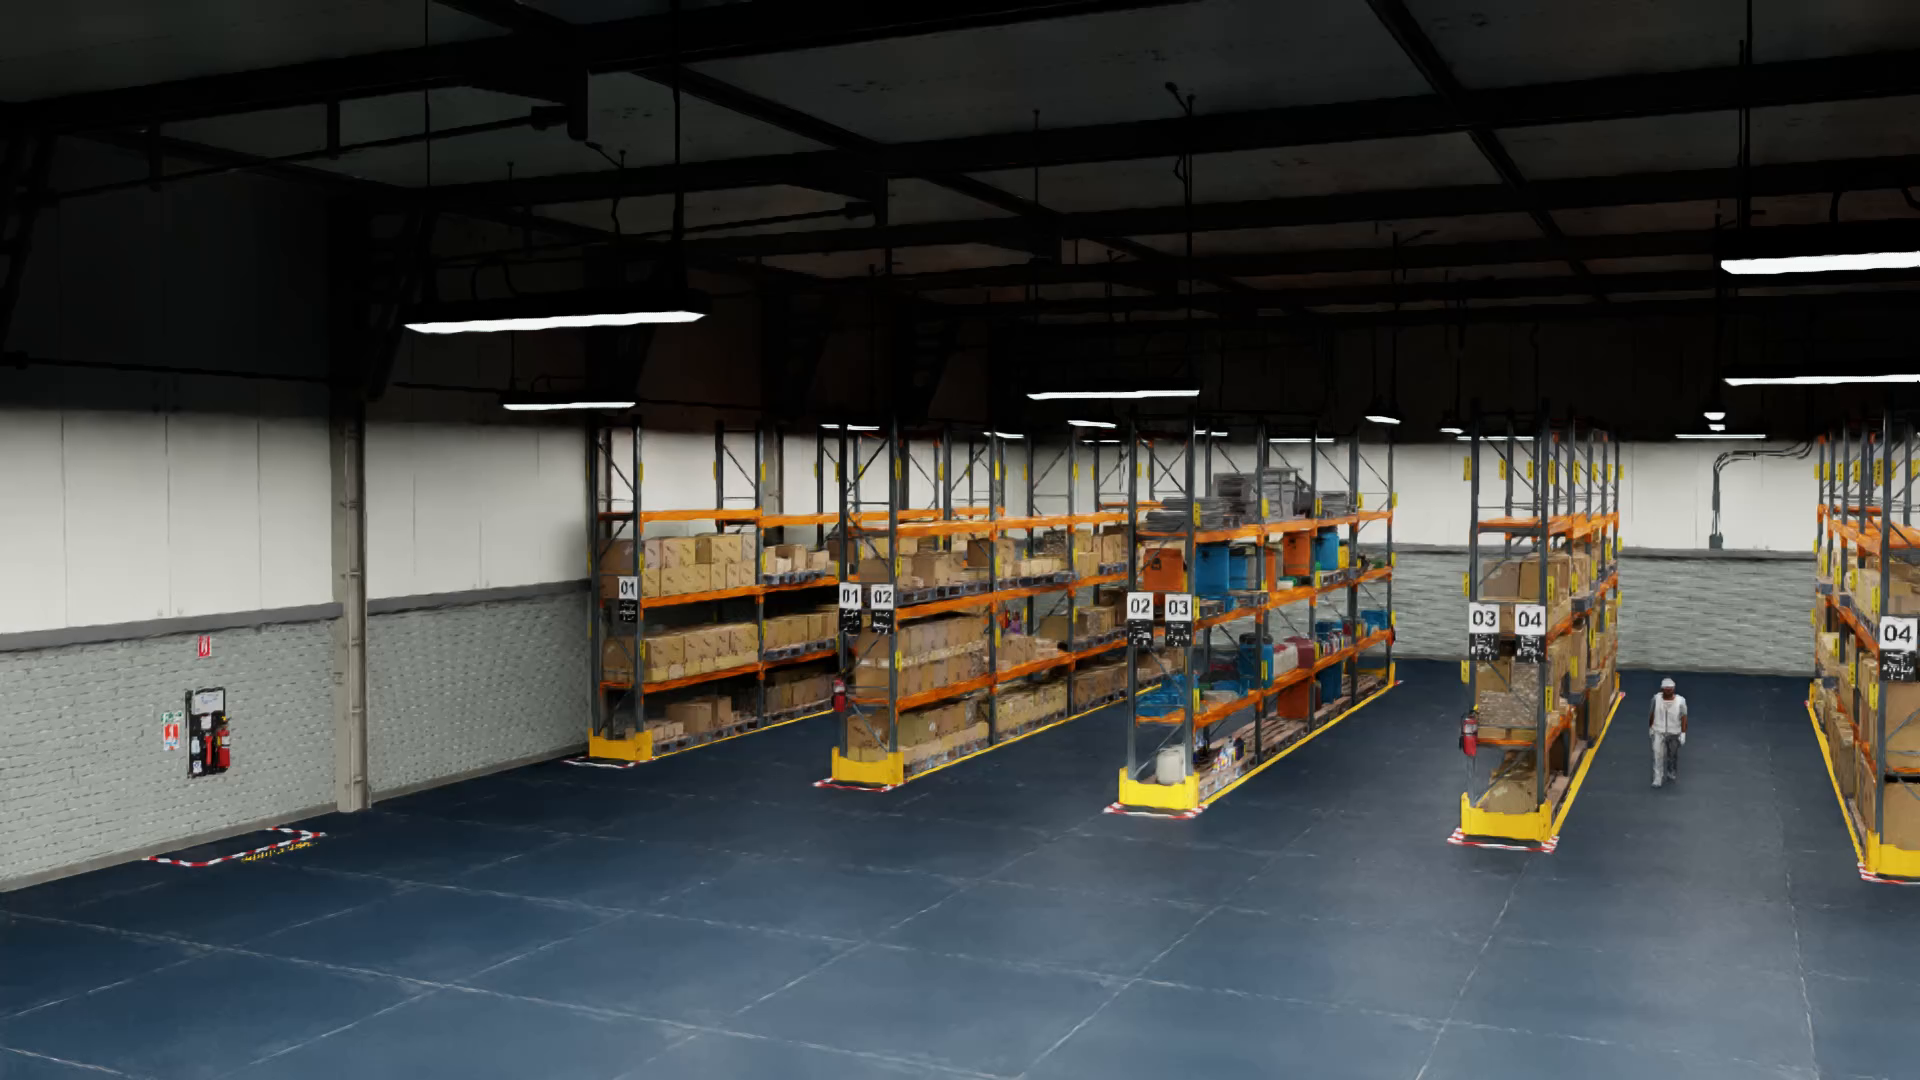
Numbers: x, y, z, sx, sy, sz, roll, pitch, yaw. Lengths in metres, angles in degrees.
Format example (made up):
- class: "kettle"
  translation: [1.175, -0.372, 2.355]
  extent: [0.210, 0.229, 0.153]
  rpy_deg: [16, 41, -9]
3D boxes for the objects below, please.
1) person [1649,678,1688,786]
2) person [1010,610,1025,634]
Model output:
- class: "person"
  translation: [11.277, 3.040, 26.486]
  extent: [0.564, 1.703, 1.112]
  rpy_deg: [1, 3, 23]
- class: "person"
  translation: [1.443, 2.517, 41.511]
  extent: [0.432, 1.539, 0.948]
  rpy_deg: [1, 3, 24]
